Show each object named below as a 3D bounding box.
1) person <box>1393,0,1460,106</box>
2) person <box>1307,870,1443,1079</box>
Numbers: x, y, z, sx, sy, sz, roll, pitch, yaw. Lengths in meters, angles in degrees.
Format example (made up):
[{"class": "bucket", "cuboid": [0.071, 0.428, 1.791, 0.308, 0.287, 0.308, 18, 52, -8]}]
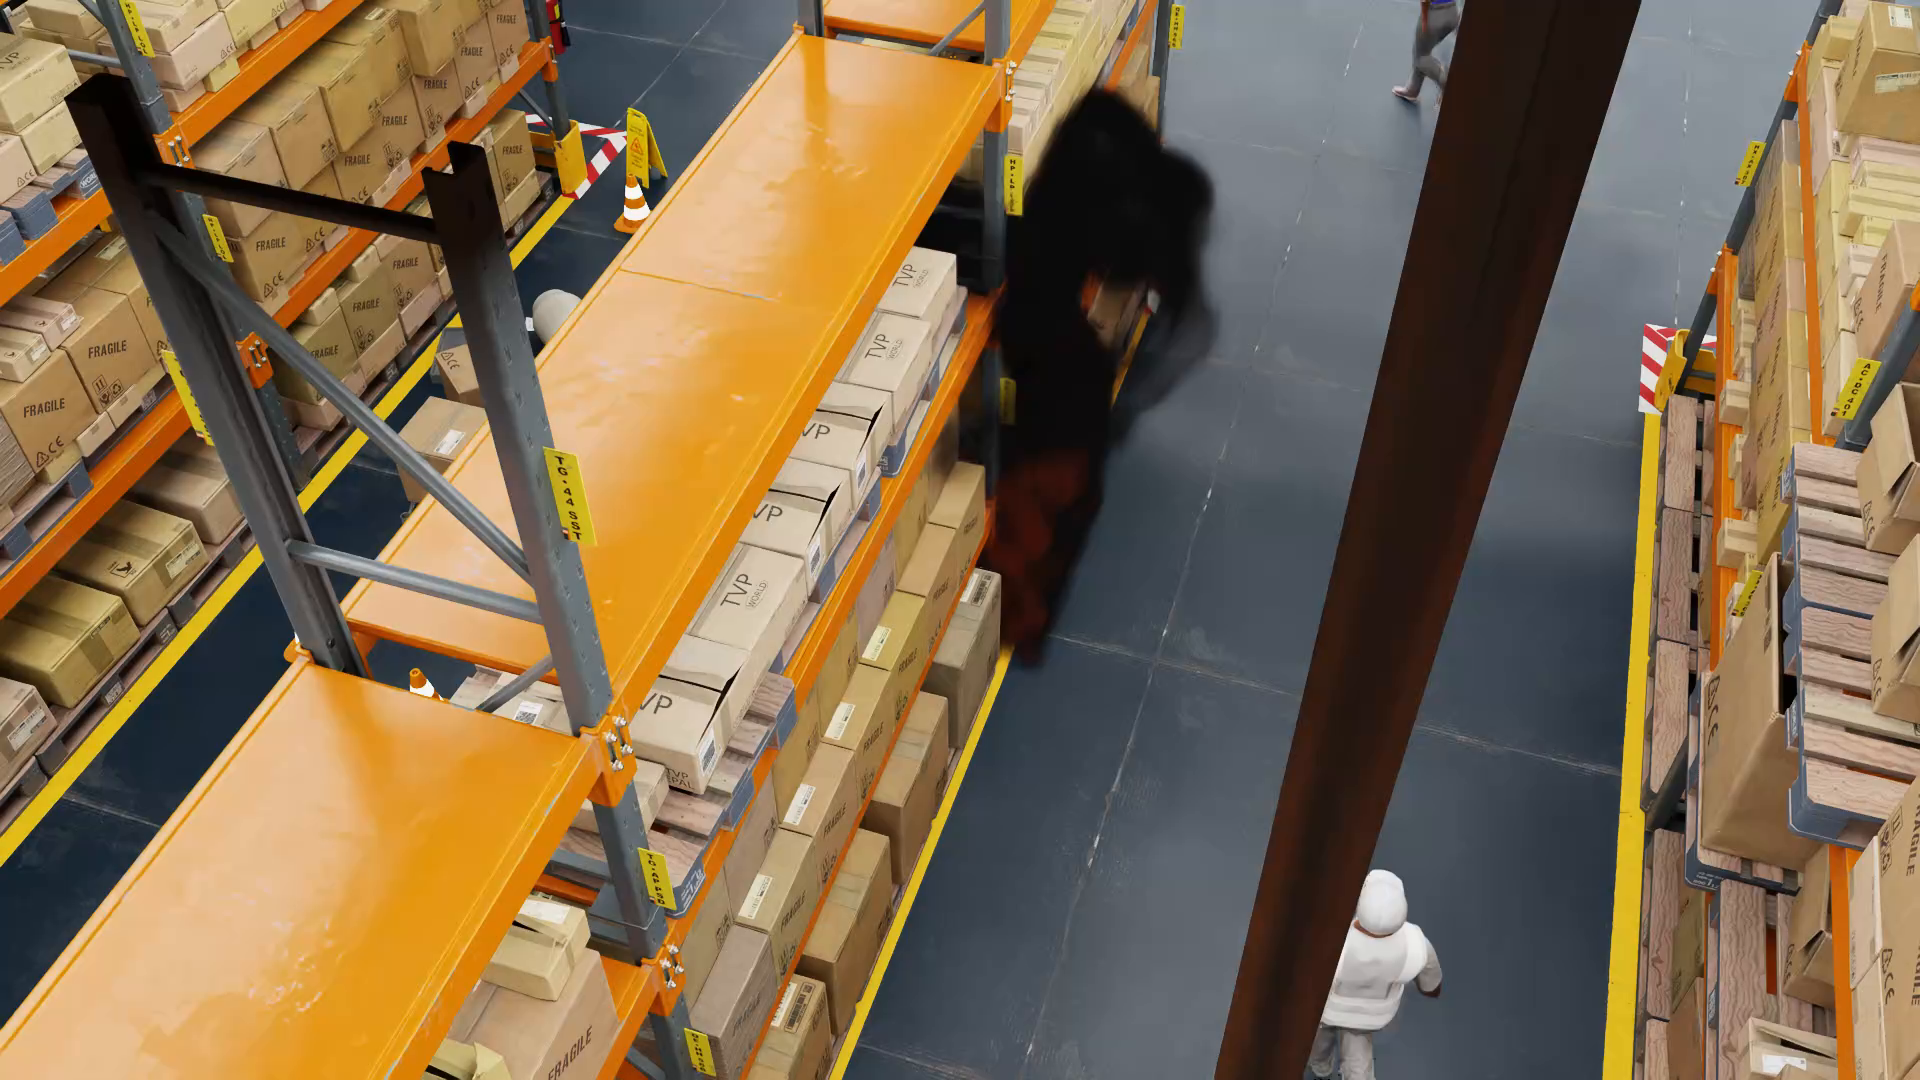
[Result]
[{"class": "person", "cuboid": [4.175, -4.459, 14.396, 0.561, 1.607, 0.756, -17, 48, -16]}, {"class": "person", "cuboid": [1.754, 2.092, 7.481, 0.693, 1.769, 0.764, 5, 46, 5]}]
